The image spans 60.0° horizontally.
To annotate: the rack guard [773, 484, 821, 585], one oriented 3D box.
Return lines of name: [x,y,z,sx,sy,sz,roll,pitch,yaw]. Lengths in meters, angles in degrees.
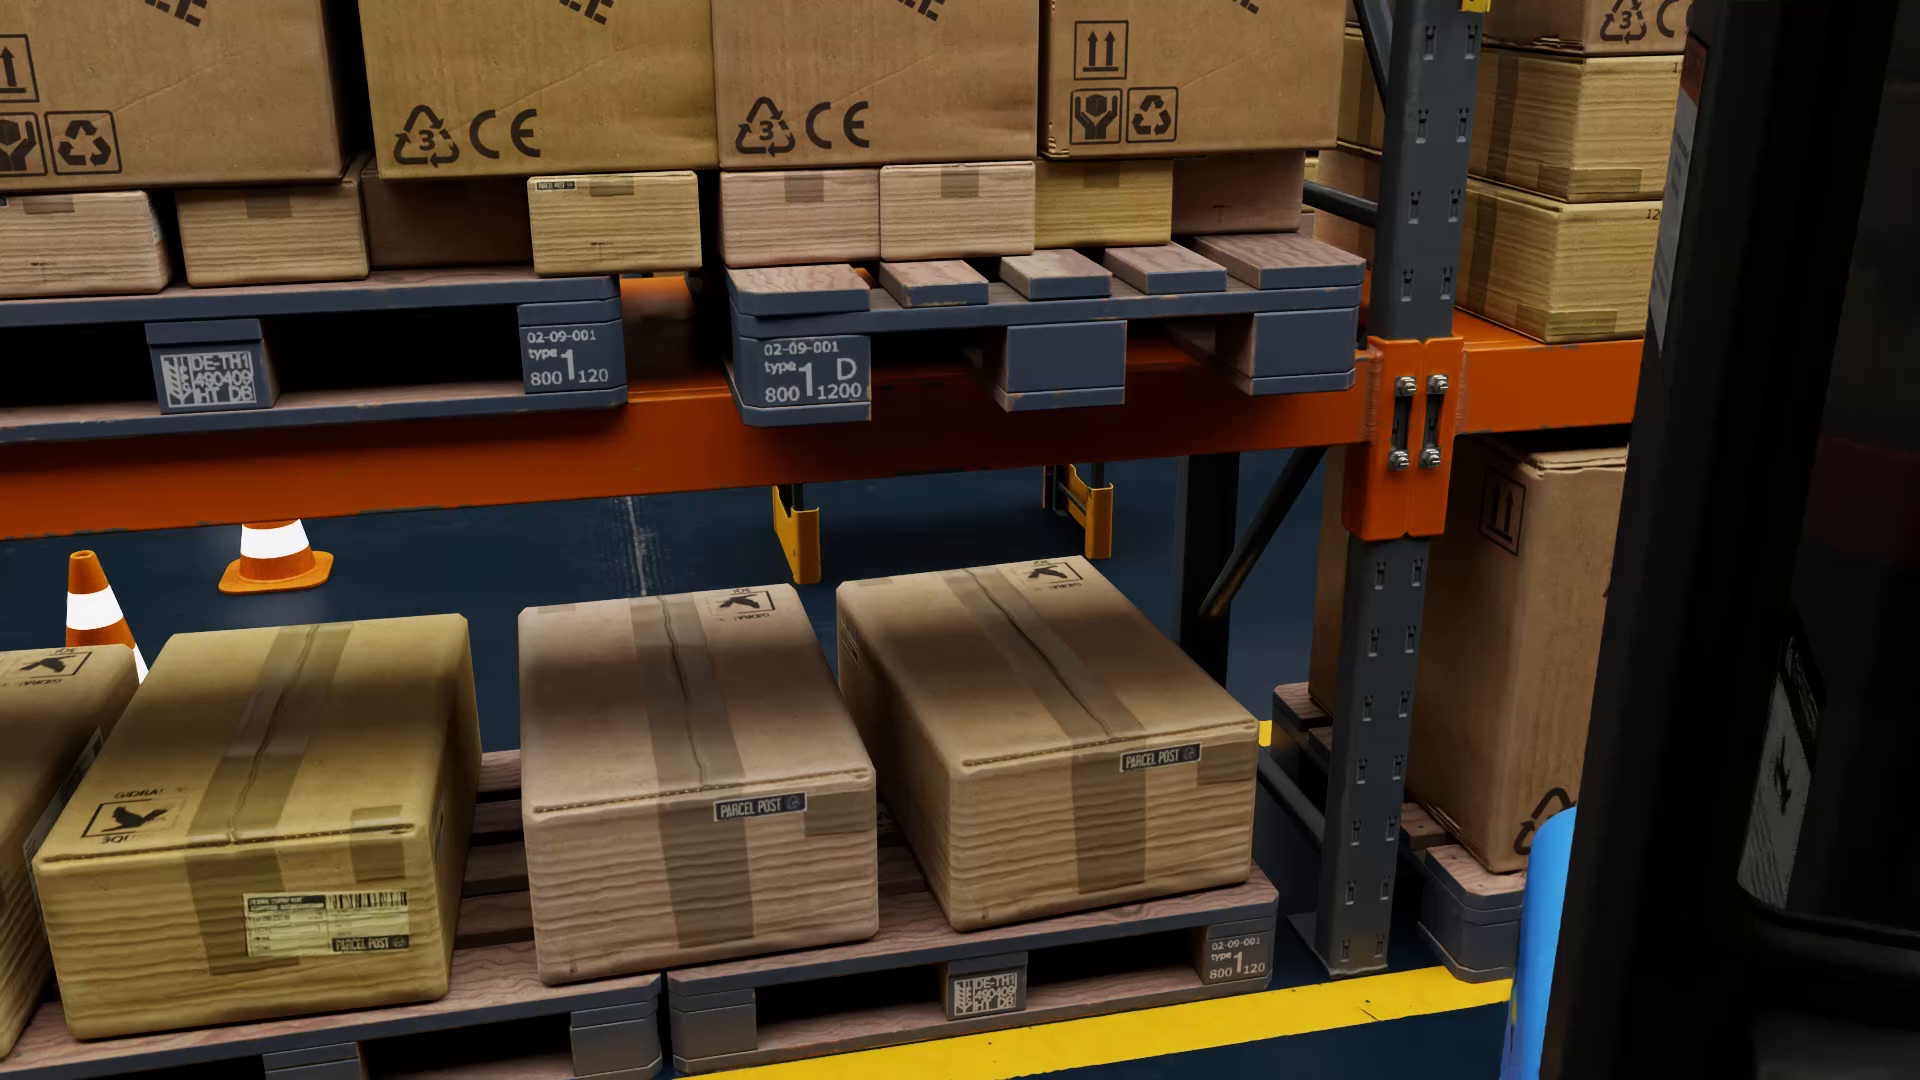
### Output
rack guard: [-0.559,-0.072,5.648,0.087,0.250,0.587,-5,21,-12]

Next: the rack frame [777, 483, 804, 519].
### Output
rack frame: [-0.578,-0.657,5.428,0.032,1.500,0.500,-5,21,-12]

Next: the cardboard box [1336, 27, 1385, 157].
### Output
cardboard box: [1.111,-0.974,3.604,0.500,0.250,0.500,-5,21,-13]

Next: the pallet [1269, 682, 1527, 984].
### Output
pallet: [1.483,0.586,3.908,1.213,0.211,1.003,-5,21,-12]

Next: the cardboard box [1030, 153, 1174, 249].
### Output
cardboard box: [0.189,-0.615,2.888,0.250,0.149,0.380,-4,21,-12]

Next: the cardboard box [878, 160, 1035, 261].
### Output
cardboard box: [-0.046,-0.580,2.793,0.250,0.149,0.380,-5,21,-13]

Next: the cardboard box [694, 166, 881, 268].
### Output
cardboard box: [-0.292,-0.563,2.746,0.250,0.149,0.380,-6,21,-15]

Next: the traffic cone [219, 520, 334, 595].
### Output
traffic cone: [-2.258,-0.103,5.423,0.334,0.463,0.336,-5,21,-12]

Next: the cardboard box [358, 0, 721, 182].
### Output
cardboard box: [-0.672,-0.856,2.602,0.500,0.500,0.500,-6,21,-16]

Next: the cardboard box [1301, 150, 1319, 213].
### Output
cardboard box: [1.673,-1.801,8.304,0.500,0.250,0.500,-6,21,-15]

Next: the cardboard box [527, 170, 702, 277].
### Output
cardboard box: [-0.557,-0.537,2.673,0.250,0.149,0.380,-4,21,-12]

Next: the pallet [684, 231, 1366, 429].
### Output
pallet: [0.029,-0.504,3.109,1.003,0.211,1.213,-5,21,-12]

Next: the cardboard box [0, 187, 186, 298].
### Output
cardboard box: [-1.309,-0.481,2.521,0.250,0.149,0.380,-4,20,-10]

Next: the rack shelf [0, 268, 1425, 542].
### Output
rack shelf: [-1.248,-0.190,3.019,4.000,0.370,1.077,-5,21,-12]

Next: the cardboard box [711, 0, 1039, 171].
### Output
cardboard box: [-0.181,-0.896,2.713,0.500,0.500,0.500,-5,21,-13]

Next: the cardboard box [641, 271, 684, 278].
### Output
cardboard box: [-1.152,-1.458,8.094,0.750,0.750,1.050,-5,21,-13]

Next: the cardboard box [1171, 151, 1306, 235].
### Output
cardboard box: [0.434,-0.661,3.012,0.250,0.149,0.380,-4,20,-10]

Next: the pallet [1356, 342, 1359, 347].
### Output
pallet: [1.407,-1.183,8.736,1.213,0.211,1.003,-5,21,-12]

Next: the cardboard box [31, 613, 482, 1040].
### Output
cardboard box: [-1.309,0.511,3.268,0.625,0.372,0.950,-4,20,-11]

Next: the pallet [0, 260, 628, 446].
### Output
pallet: [-1.219,-0.426,2.895,1.213,0.211,1.003,-5,21,-12]

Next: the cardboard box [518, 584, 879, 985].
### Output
cardboard box: [-0.570,0.453,3.427,0.625,0.372,0.950,-5,21,-14]

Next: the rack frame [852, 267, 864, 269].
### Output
rack frame: [-0.539,-2.335,7.829,0.127,3.000,1.000,-5,21,-12]

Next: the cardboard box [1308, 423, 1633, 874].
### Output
cardboard box: [1.390,0.087,3.694,0.875,0.875,0.875,-5,21,-13]

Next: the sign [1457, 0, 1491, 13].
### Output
sign: [0.832,-1.012,2.648,0.005,0.325,0.100,-5,21,-12]

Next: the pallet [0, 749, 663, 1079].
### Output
pallet: [-1.247,0.780,3.379,1.213,0.211,1.003,-5,21,-12]

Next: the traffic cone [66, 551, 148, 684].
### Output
traffic cone: [-2.310,0.255,4.446,0.334,0.463,0.336,-5,21,-12]

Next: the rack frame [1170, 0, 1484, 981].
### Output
rack frame: [0.698,-0.686,3.327,0.127,3.000,1.000,-5,21,-12]

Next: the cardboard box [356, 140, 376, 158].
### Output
cardboard box: [-0.975,-0.689,3.090,0.250,0.149,0.380,-4,20,-10]

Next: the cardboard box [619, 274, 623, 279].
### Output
cardboard box: [-2.002,-1.388,7.902,0.750,0.750,1.050,-4,21,-12]

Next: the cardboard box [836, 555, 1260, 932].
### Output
cardboard box: [0.146,0.392,3.594,0.625,0.372,0.950,-6,21,-16]

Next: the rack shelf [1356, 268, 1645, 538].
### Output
rack shelf: [2.645,-0.507,3.883,4.000,0.370,1.077,-5,21,-12]

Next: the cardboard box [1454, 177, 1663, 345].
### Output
cardboard box: [1.233,-0.570,3.229,0.500,0.250,0.500,-5,21,-13]

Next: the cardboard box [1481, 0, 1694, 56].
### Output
cardboard box: [1.235,-1.160,3.021,0.500,0.500,0.500,-5,21,-14]

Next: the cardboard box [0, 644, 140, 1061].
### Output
cardboard box: [-1.986,0.567,3.117,0.625,0.372,0.950,-3,20,-9]

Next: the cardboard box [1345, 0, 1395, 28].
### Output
cardboard box: [1.141,-1.331,3.489,0.500,0.500,0.500,-5,21,-14]

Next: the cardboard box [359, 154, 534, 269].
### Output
cardboard box: [-0.831,-0.559,2.734,0.250,0.149,0.380,-4,21,-12]

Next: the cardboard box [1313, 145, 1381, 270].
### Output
cardboard box: [1.131,-0.743,3.699,0.500,0.250,0.500,-5,21,-14]

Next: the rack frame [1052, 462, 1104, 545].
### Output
rack frame: [0.412,-0.738,5.648,0.032,1.500,0.500,-5,21,-12]

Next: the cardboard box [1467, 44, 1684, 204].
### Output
cardboard box: [1.248,-0.808,3.151,0.500,0.250,0.500,-5,21,-13]

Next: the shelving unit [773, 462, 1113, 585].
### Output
shelving unit: [-0.074,-0.698,5.540,1.083,1.500,0.587,-5,21,-12]

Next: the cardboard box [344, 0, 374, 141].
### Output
cardboard box: [-1.302,-0.987,2.960,0.500,0.500,0.500,-5,21,-15]

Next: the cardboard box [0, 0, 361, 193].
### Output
cardboard box: [-1.203,-0.813,2.485,0.500,0.500,0.500,-6,21,-15]

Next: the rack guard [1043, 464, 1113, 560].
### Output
rack guard: [0.410,-0.151,5.863,0.087,0.250,0.587,-5,21,-12]

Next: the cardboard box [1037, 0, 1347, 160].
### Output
cardboard box: [0.320,-0.941,2.834,0.500,0.500,0.500,-5,21,-14]

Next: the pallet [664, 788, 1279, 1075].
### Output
pallet: [-0.062,0.684,3.639,1.213,0.211,1.003,-5,21,-12]

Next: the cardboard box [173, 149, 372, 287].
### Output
cardboard box: [-1.056,-0.512,2.605,0.250,0.149,0.380,-5,21,-14]

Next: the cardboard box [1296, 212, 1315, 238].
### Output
cardboard box: [1.692,-1.453,8.443,0.500,0.500,0.500,-5,21,-14]
